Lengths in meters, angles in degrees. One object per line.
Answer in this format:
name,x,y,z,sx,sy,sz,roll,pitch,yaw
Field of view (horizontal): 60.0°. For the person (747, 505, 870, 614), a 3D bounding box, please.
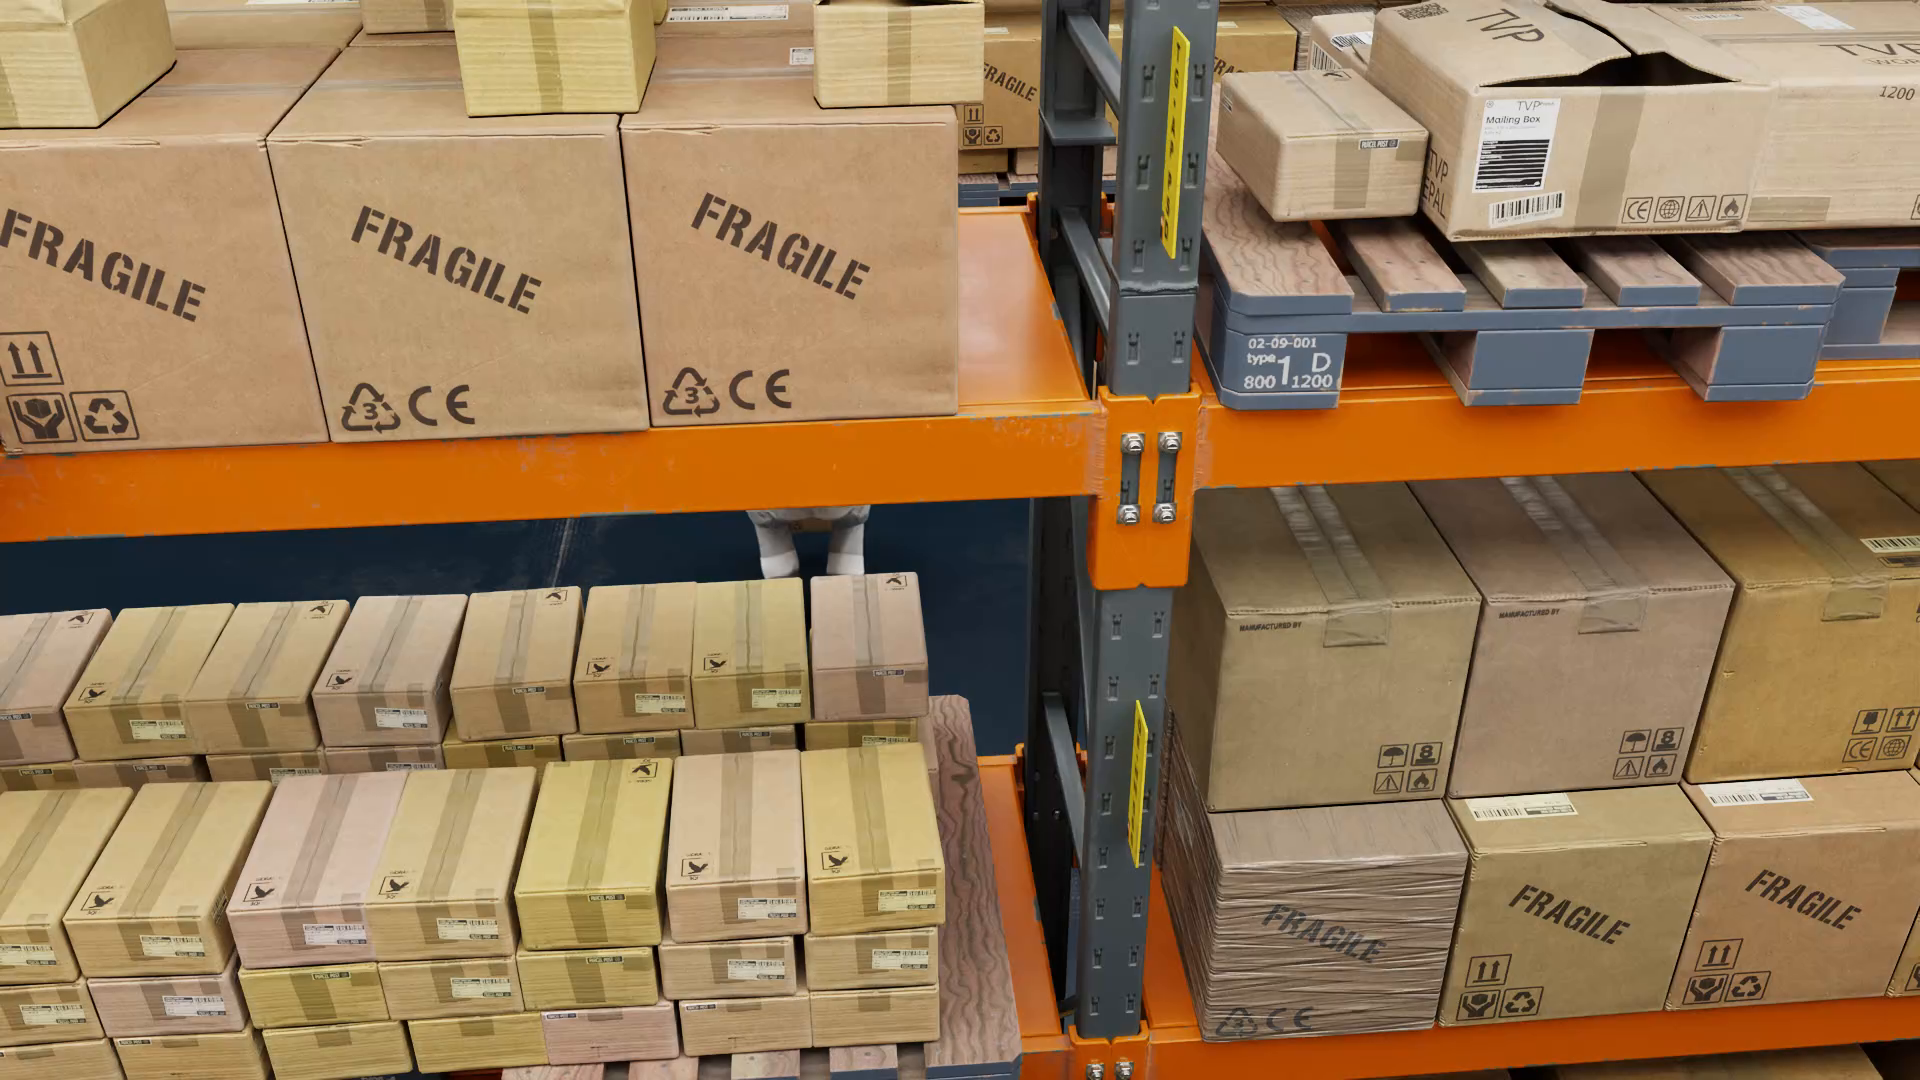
person,-0.653,-0.181,7.106,0.519,1.075,0.956,-4,31,-7
